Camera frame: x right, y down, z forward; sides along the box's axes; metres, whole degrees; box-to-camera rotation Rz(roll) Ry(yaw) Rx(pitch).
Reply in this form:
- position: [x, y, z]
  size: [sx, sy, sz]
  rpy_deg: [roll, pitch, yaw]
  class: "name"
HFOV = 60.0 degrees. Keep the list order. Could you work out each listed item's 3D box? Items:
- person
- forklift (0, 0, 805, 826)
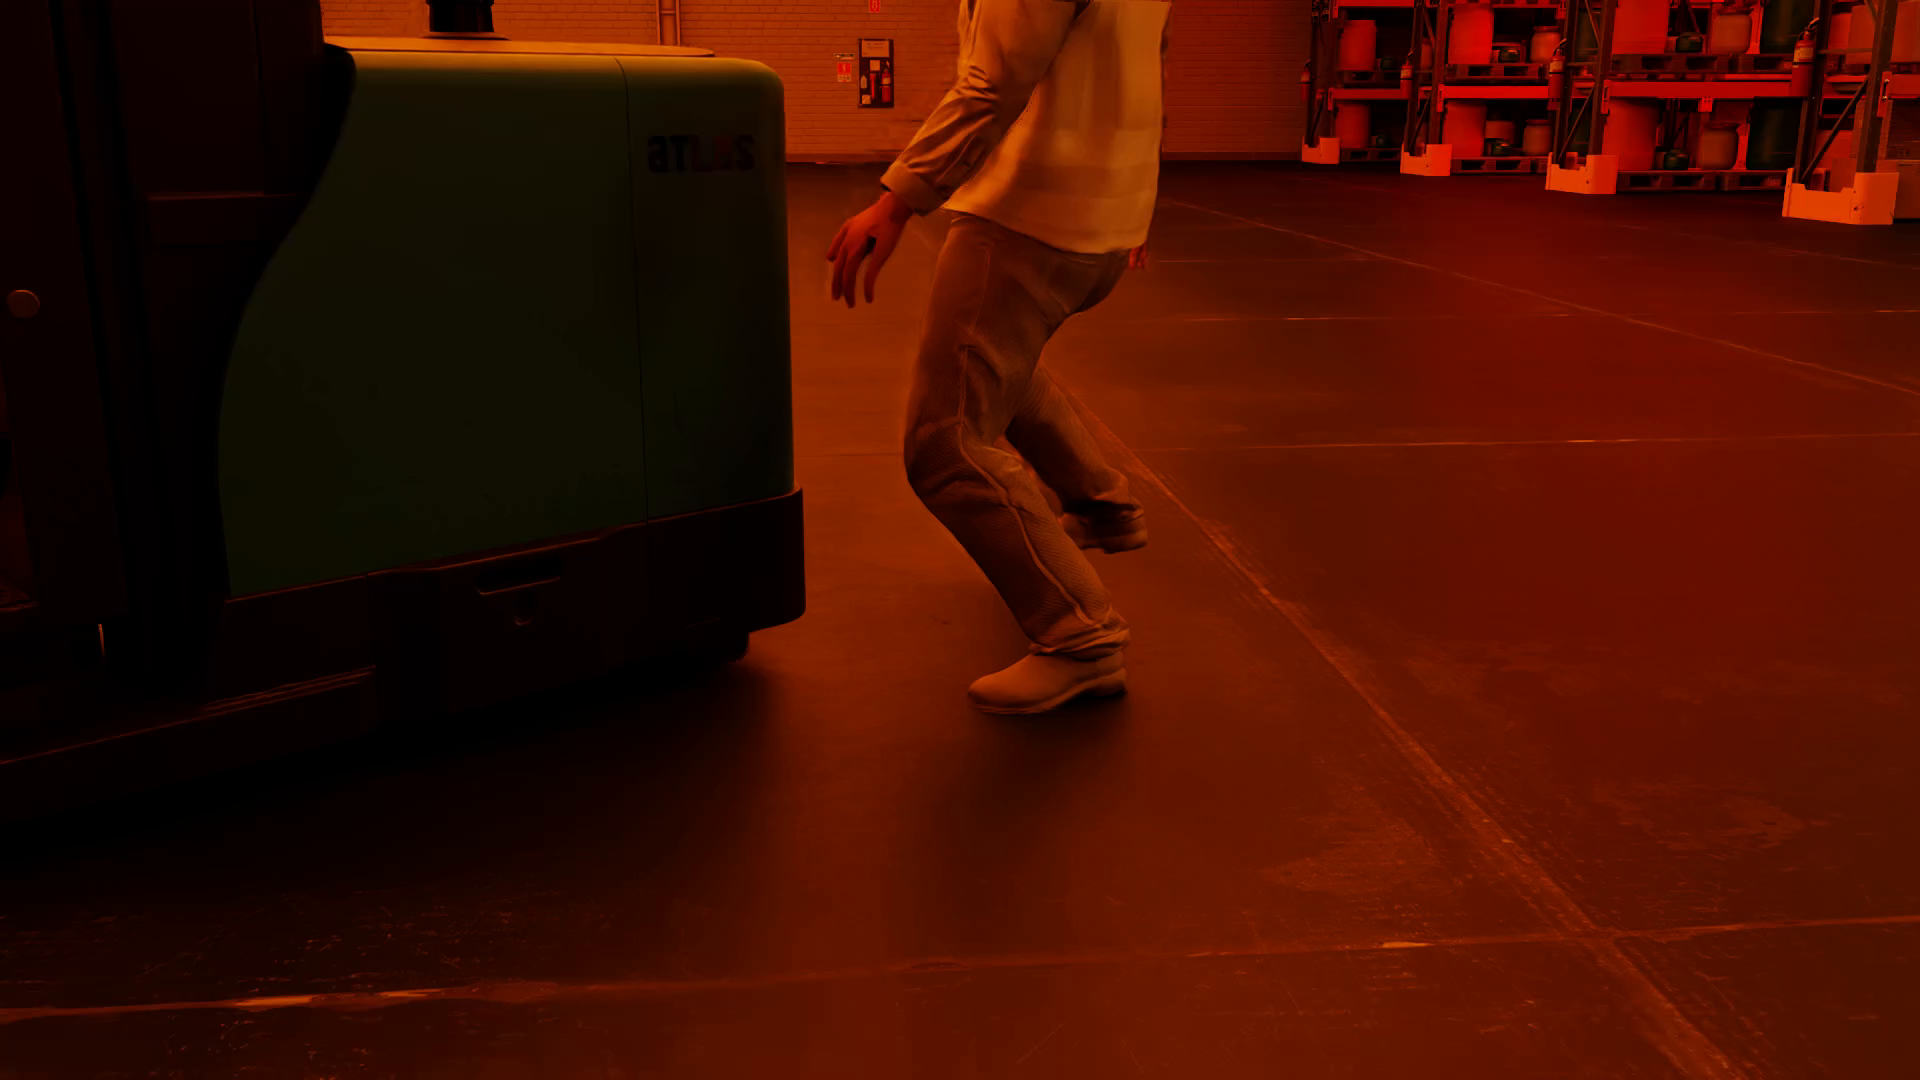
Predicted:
- position: [0.121, -0.609, 3.017]
  size: [0.594, 1.671, 0.916]
  rpy_deg: [8, 17, 27]
  class: "person"
- position: [-1.729, -1.054, 2.180]
  size: [3.031, 2.935, 1.130]
  rpy_deg: [-13, 19, -40]
  class: "forklift"
